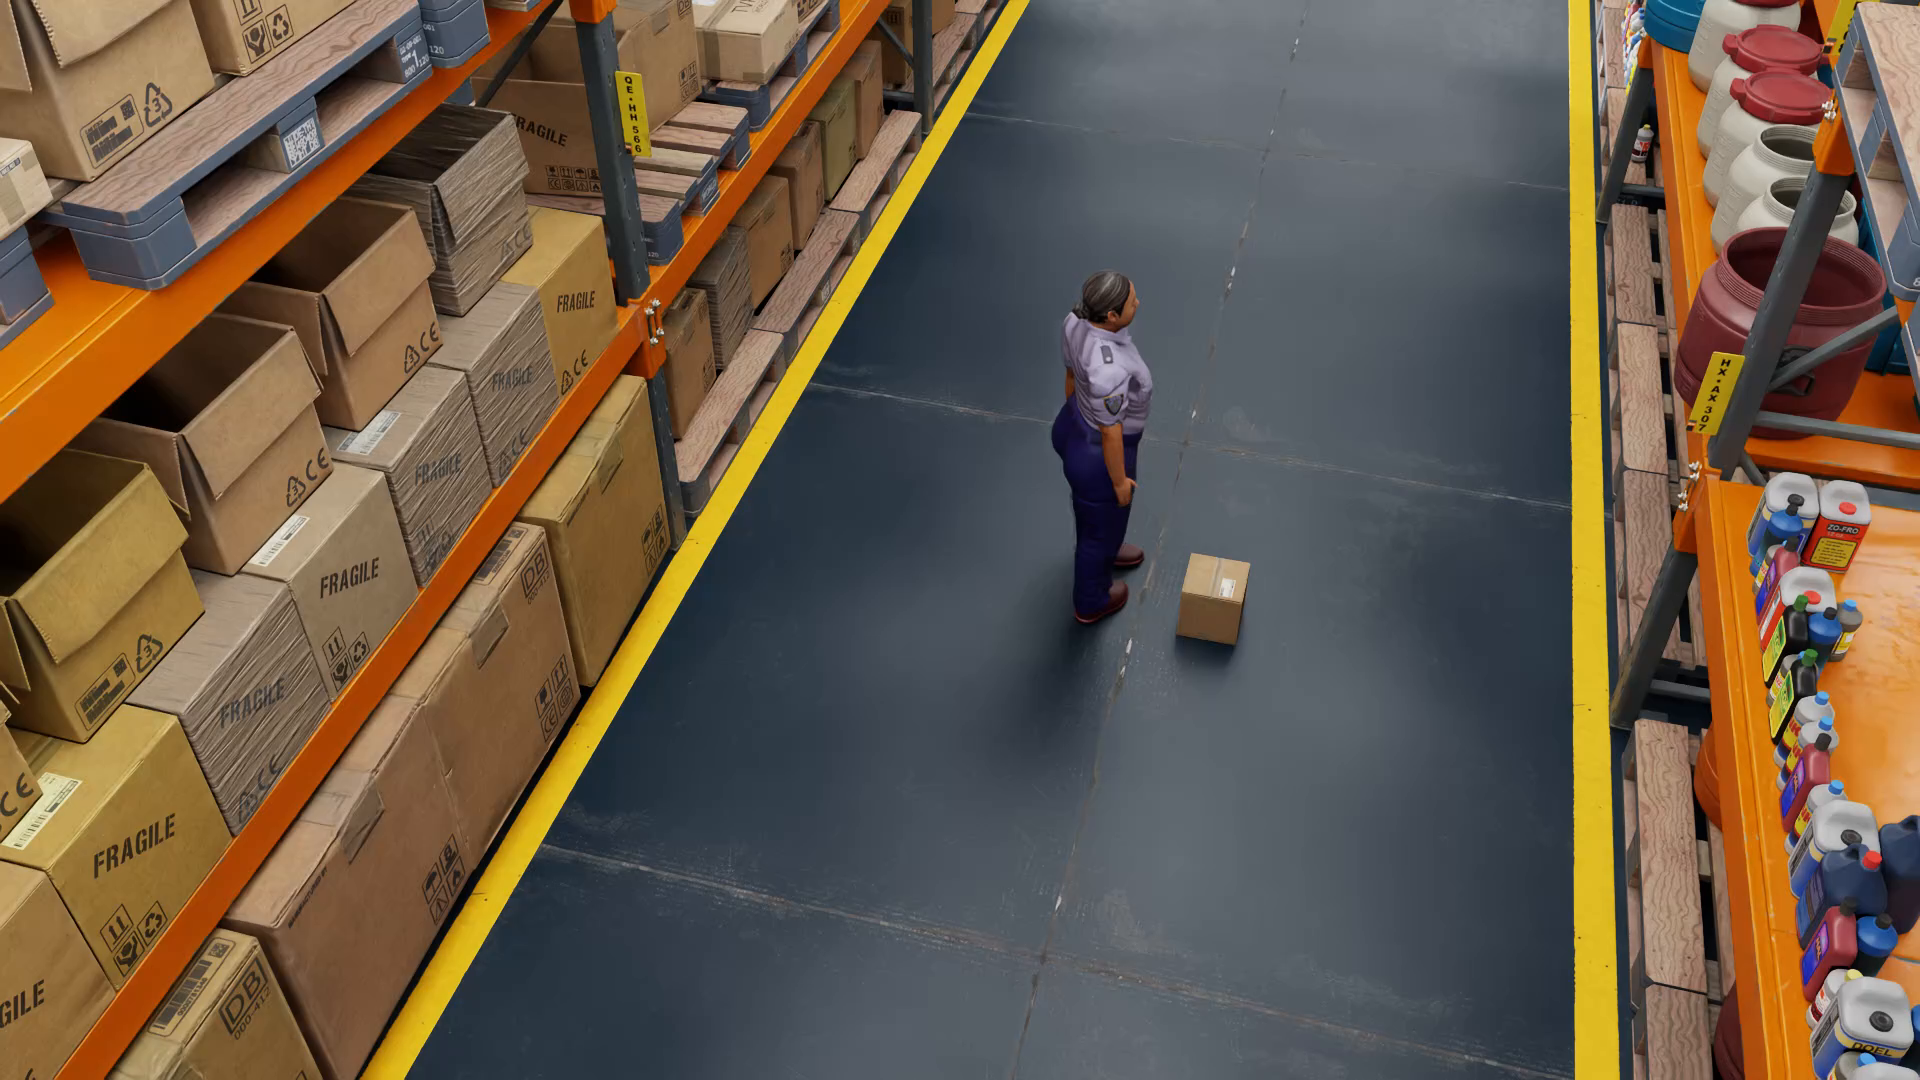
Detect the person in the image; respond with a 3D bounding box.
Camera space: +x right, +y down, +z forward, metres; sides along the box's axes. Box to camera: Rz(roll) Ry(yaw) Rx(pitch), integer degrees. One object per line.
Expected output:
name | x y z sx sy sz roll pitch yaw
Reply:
person | 0.611 -0.317 6.660 0.477 1.455 0.553 -8 42 -10
